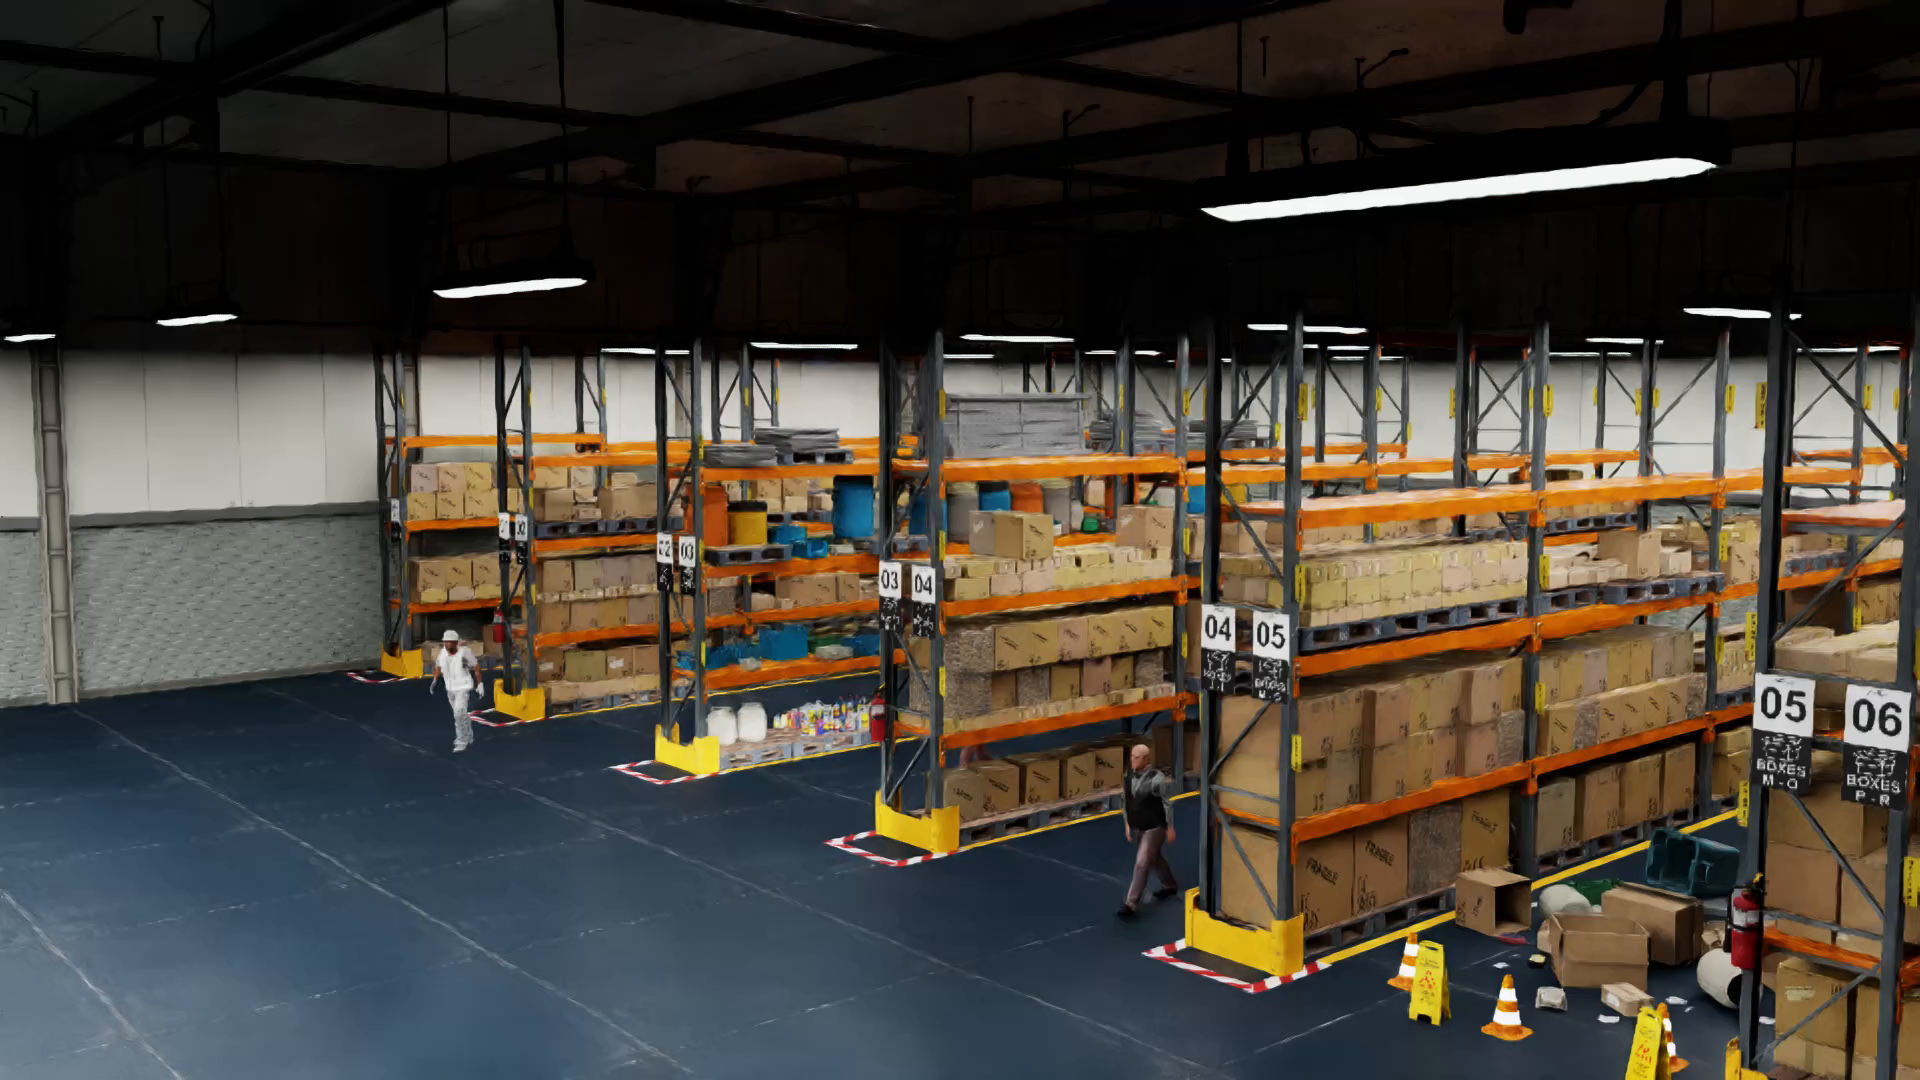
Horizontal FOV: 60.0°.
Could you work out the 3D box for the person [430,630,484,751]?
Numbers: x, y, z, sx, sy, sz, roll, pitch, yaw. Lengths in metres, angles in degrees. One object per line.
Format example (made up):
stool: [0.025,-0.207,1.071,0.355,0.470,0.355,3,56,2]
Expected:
person: [-7.201,2.129,23.849,0.691,1.728,0.751,3,6,28]

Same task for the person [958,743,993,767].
person: [0.118,2.418,21.303,1.109,1.590,0.448,-4,7,-38]

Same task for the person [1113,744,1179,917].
person: [1.810,2.830,16.483,1.102,1.646,0.544,-4,7,-38]
